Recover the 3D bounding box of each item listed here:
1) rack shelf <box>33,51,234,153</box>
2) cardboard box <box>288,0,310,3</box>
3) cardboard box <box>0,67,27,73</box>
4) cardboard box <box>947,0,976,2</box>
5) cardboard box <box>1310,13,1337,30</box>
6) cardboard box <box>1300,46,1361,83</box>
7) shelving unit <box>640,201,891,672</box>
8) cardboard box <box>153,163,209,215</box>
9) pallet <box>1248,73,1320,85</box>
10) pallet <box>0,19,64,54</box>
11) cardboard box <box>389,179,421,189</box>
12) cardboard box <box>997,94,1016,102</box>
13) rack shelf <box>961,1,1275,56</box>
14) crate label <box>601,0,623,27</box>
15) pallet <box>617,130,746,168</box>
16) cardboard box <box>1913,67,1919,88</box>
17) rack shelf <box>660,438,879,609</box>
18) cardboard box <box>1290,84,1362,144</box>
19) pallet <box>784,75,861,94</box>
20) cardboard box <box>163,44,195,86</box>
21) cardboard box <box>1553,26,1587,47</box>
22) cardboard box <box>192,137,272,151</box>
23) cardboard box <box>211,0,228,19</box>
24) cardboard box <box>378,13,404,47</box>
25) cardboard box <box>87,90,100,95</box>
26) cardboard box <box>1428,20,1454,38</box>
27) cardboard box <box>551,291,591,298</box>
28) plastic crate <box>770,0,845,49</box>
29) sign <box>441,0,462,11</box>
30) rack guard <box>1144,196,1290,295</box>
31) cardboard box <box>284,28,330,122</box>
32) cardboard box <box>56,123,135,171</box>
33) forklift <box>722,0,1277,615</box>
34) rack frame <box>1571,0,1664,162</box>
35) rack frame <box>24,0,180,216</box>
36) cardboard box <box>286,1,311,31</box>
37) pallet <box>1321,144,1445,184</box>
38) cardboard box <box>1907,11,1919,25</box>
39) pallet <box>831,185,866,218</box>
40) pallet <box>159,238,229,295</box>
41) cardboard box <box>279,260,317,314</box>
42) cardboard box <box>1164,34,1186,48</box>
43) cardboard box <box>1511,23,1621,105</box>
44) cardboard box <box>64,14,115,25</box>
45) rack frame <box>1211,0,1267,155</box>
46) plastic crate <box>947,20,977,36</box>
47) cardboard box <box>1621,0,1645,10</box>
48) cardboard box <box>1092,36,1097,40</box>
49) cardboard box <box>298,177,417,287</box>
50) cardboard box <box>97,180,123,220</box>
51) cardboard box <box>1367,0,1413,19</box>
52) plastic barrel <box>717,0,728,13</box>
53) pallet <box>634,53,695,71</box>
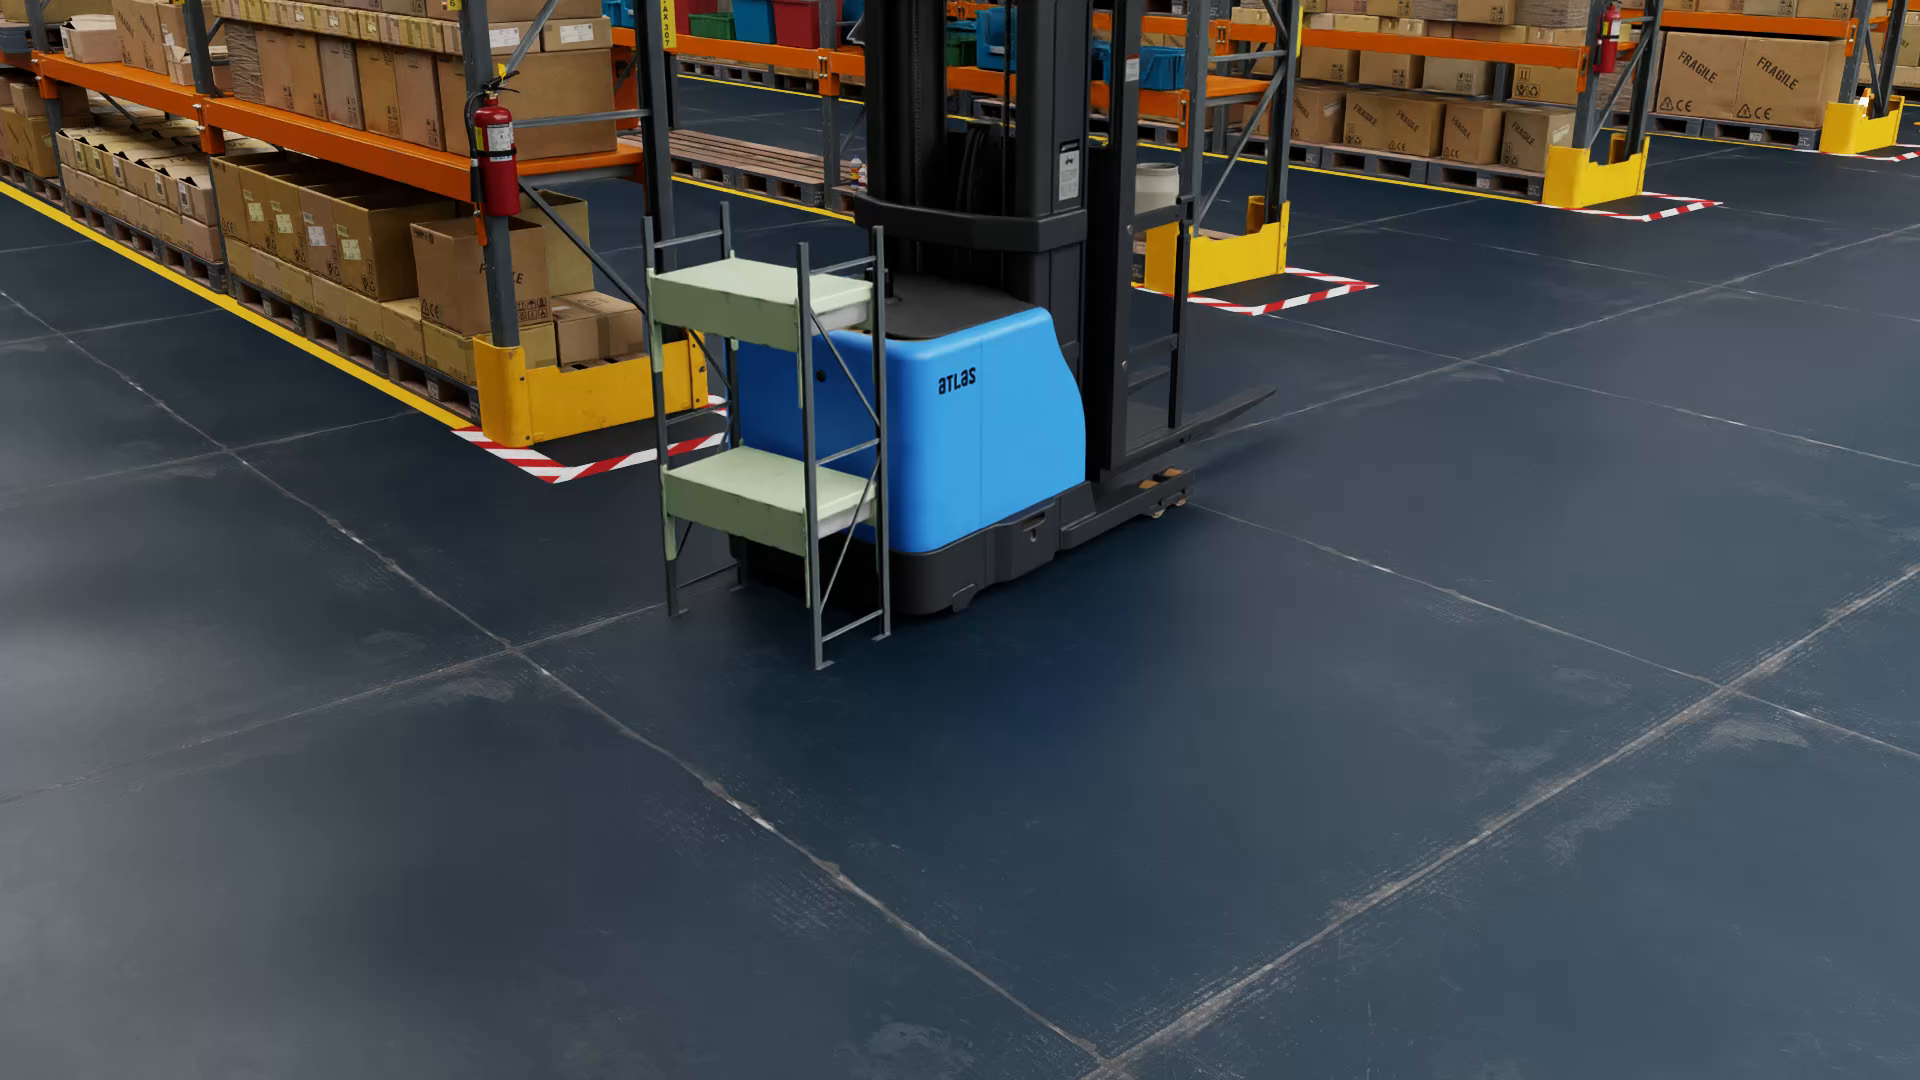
[{"bbox_3d":[-5.795,-3.353,12.419,1.077,0.370,4.000,-17,27,-37],"label":"rack shelf"},{"bbox_3d":[-3.538,-3.387,9.604,0.700,0.500,0.500,-17,27,-37],"label":"cardboard box"},{"bbox_3d":[-8.928,-4.268,15.564,0.500,0.250,0.500,-17,27,-37],"label":"cardboard box"},{"bbox_3d":[-0.104,-6.722,19.896,0.500,0.500,0.500,-16,27,-36],"label":"cardboard box"},{"bbox_3d":[3.570,-4.965,15.891,0.380,0.149,0.250,-17,27,-37],"label":"cardboard box"},{"bbox_3d":[5.132,-6.469,21.895,1.050,0.750,0.750,-17,27,-37],"label":"cardboard box"},{"bbox_3d":[-0.675,-0.379,5.895,0.755,1.500,0.431,16,27,35],"label":"shelving unit"},{"bbox_3d":[-5.316,-2.498,11.674,0.500,0.311,0.500,-17,27,-36],"label":"cardboard box"},{"bbox_3d":[4.687,-6.217,22.567,1.003,0.211,1.213,-17,27,-37],"label":"pallet"},{"bbox_3d":[-7.597,-4.322,14.169,1.213,0.211,1.003,-17,27,-37],"label":"pallet"},{"bbox_3d":[-3.038,-1.911,9.917,0.500,0.500,0.500,-17,27,-37],"label":"cardboard box"},{"bbox_3d":[0.859,-5.459,19.632,0.700,0.500,0.500,-19,28,-40],"label":"cardboard box"},{"bbox_3d":[1.712,-5.711,18.437,1.077,0.370,4.000,-17,27,-37],"label":"rack shelf"},{"bbox_3d":[-3.355,-5.135,16.212,0.303,0.233,0.416,-17,27,-37],"label":"crate label"},{"bbox_3d":[-2.870,-3.897,16.645,1.003,0.211,1.213,-17,27,-37],"label":"pallet"},{"bbox_3d":[12.389,-5.828,20.945,0.500,0.250,0.500,-18,27,-38],"label":"cardboard box"},{"bbox_3d":[-0.675,-0.075,6.014,0.720,0.370,0.431,16,27,35],"label":"rack shelf"},{"bbox_3d":[3.628,-4.248,16.569,0.500,0.500,0.500,-9,23,-21],"label":"cardboard box"},{"bbox_3d":[-1.644,-6.210,22.549,1.003,0.211,1.213,-17,27,-37],"label":"pallet"},{"bbox_3d":[-5.203,-3.272,11.410,0.396,0.266,0.258,-18,28,-39],"label":"cardboard box"},{"bbox_3d":[5.286,-4.300,14.195,0.380,0.149,0.250,-17,27,-37],"label":"cardboard box"},{"bbox_3d":[-5.575,-2.910,12.726,0.500,0.311,0.500,-17,27,-36],"label":"cardboard box"},{"bbox_3d":[-4.461,-3.364,10.433,0.380,0.149,0.250,-18,27,-38],"label":"cardboard box"},{"bbox_3d":[-2.774,-2.652,8.616,0.380,0.149,0.250,-17,27,-37],"label":"cardboard box"},{"bbox_3d":[-8.529,-4.042,16.014,0.500,0.500,0.500,-17,27,-37],"label":"cardboard box"},{"bbox_3d":[4.458,-4.642,15.067,0.380,0.149,0.250,-17,27,-37],"label":"cardboard box"},{"bbox_3d":[-2.390,-1.284,9.344,0.500,0.250,0.500,-17,27,-37],"label":"cardboard box"},{"bbox_3d":[-1.283,-4.405,14.029,0.402,0.464,0.583,-17,27,-37],"label":"plastic crate"},{"bbox_3d":[-2.299,-2.555,7.481,0.100,0.325,0.005,-17,27,-37],"label":"sign"},{"bbox_3d":[1.791,-2.055,11.544,1.175,0.500,0.348,-17,27,-37],"label":"rack guard"},{"bbox_3d":[-3.522,-2.777,9.825,0.700,0.500,0.500,-17,27,-37],"label":"cardboard box"},{"bbox_3d":[-6.982,-3.203,13.473,0.500,0.311,0.500,-16,27,-36],"label":"cardboard box"},{"bbox_3d":[0.385,-1.558,6.944,1.130,2.935,3.031,16,27,35],"label":"forklift"},{"bbox_3d":[5.628,-4.388,14.074,1.000,3.000,0.127,-17,27,-37],"label":"rack frame"},{"bbox_3d":[-7.101,-4.241,13.699,1.000,3.000,0.127,-17,27,-37],"label":"rack frame"},{"bbox_3d":[-3.617,-3.009,9.527,0.380,0.149,0.250,-18,28,-39],"label":"cardboard box"},{"bbox_3d":[4.283,-3.680,16.091,1.003,0.211,1.213,-17,27,-37],"label":"pallet"},{"bbox_3d":[12.125,-6.558,20.892,0.380,0.149,0.250,-16,27,-36],"label":"cardboard box"},{"bbox_3d":[-0.328,-2.820,13.894,1.003,0.211,1.213,-17,27,-37],"label":"pallet"},{"bbox_3d":[-5.000,-2.032,11.882,1.003,0.211,1.213,-17,27,-37],"label":"pallet"},{"bbox_3d":[-3.772,-1.572,10.079,0.500,0.250,0.500,-17,27,-37],"label":"cardboard box"},{"bbox_3d":[3.266,-7.046,23.713,0.500,0.500,0.500,-16,27,-35],"label":"cardboard box"},{"bbox_3d":[7.198,-5.662,19.663,0.875,0.875,0.875,-17,27,-37],"label":"cardboard box"},{"bbox_3d":[-6.897,-4.088,13.432,0.500,0.311,0.500,-15,26,-34],"label":"cardboard box"},{"bbox_3d":[3.017,-5.493,16.895,1.000,3.000,0.127,-17,27,-37],"label":"rack frame"},{"bbox_3d":[0.193,-4.003,13.296,0.499,0.251,0.616,-17,27,-37],"label":"plastic crate"},{"bbox_3d":[7.730,-6.293,18.732,0.875,0.550,0.550,-17,27,-37],"label":"cardboard box"},{"bbox_3d":[1.220,-5.666,19.133,0.500,0.250,0.500,-14,25,-32],"label":"cardboard box"},{"bbox_3d":[-3.444,-1.784,9.591,0.500,0.500,0.500,-17,27,-37],"label":"cardboard box"},{"bbox_3d":[-6.309,-2.661,12.858,0.500,0.250,0.500,-18,28,-39],"label":"cardboard box"},{"bbox_3d":[4.262,-5.130,15.424,0.875,0.500,0.500,-17,27,-37],"label":"cardboard box"},{"bbox_3d":[-2.238,-5.121,15.793,0.421,0.512,0.421,0,21,0],"label":"plastic barrel"},{"bbox_3d":[-4.234,-7.308,25.352,1.003,0.211,1.213,-17,27,-37],"label":"pallet"}]
